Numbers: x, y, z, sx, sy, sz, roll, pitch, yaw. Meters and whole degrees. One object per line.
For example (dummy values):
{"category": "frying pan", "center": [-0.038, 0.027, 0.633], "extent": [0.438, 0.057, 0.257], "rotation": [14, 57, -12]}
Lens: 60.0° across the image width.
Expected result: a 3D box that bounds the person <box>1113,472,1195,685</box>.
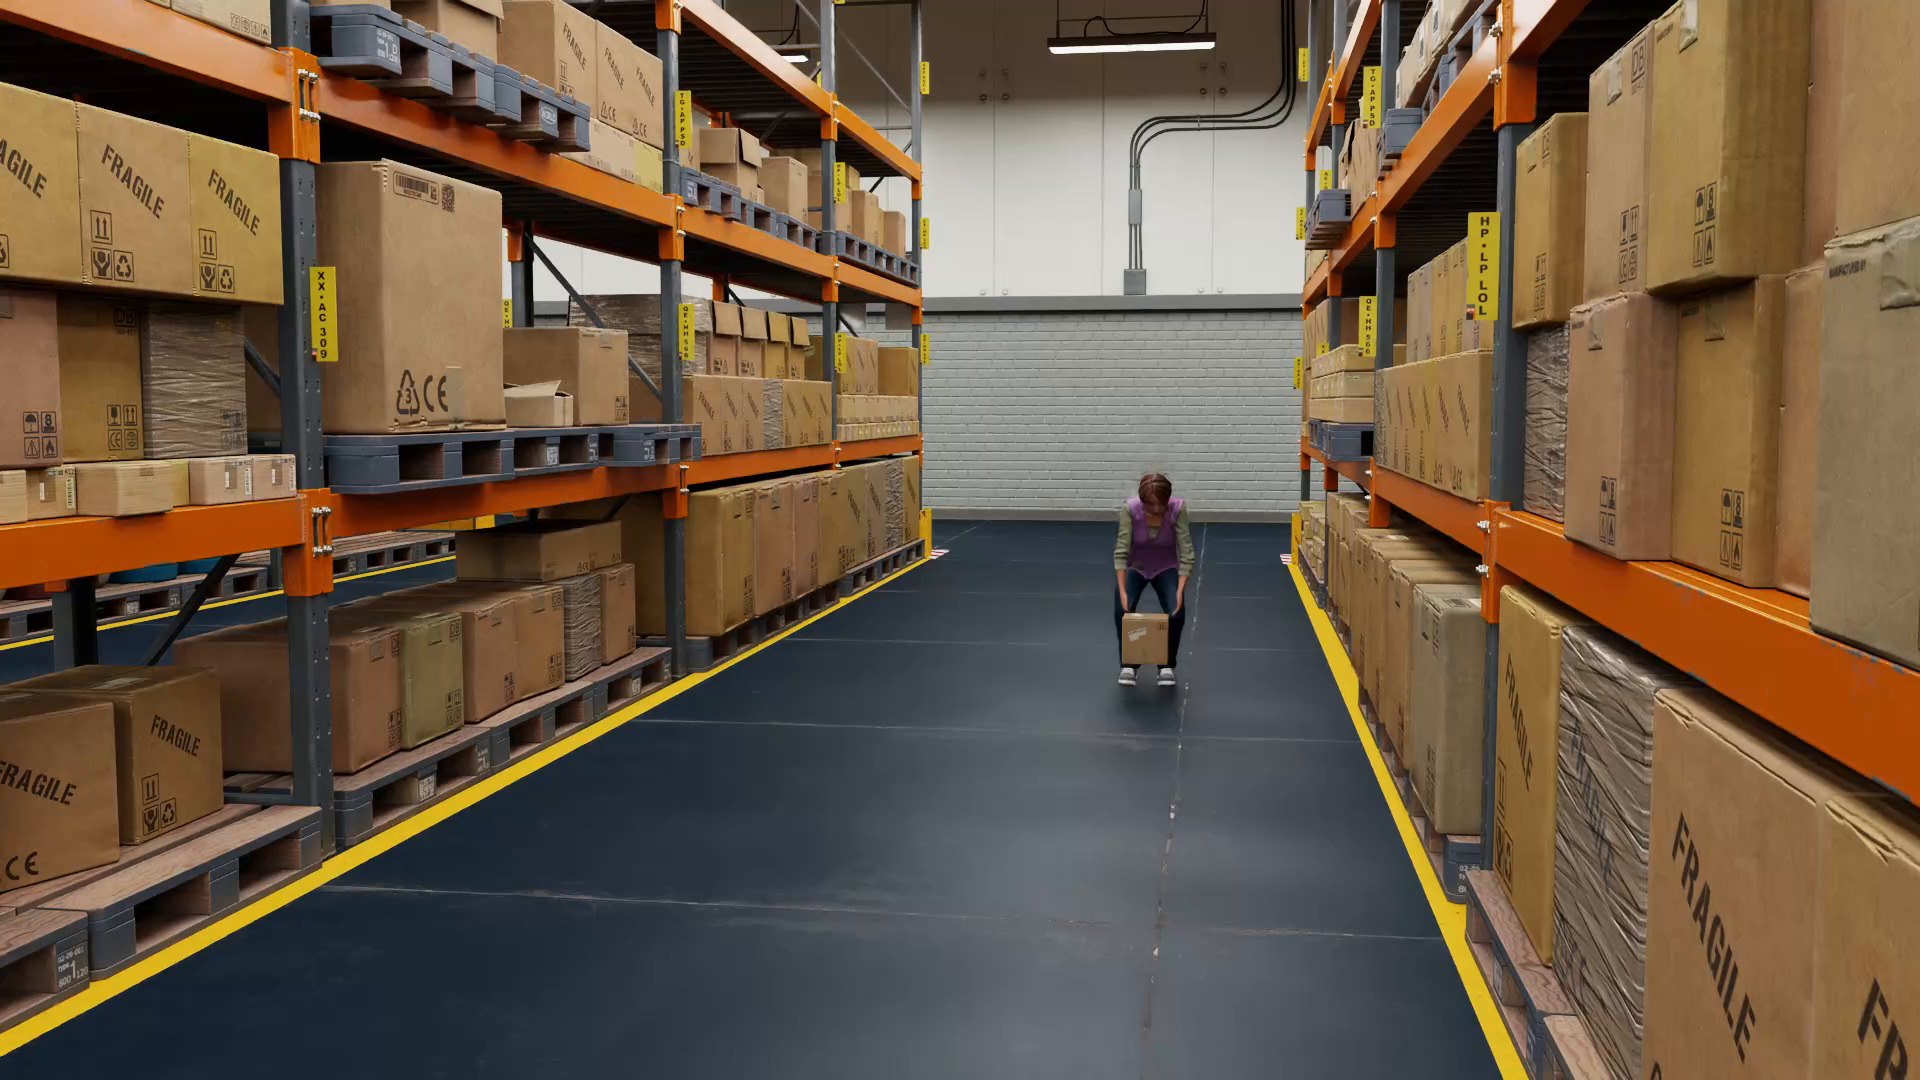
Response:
{"category": "person", "center": [1.123, 0.230, 9.604], "extent": [0.463, 1.230, 0.685], "rotation": [1, 5, 9]}
